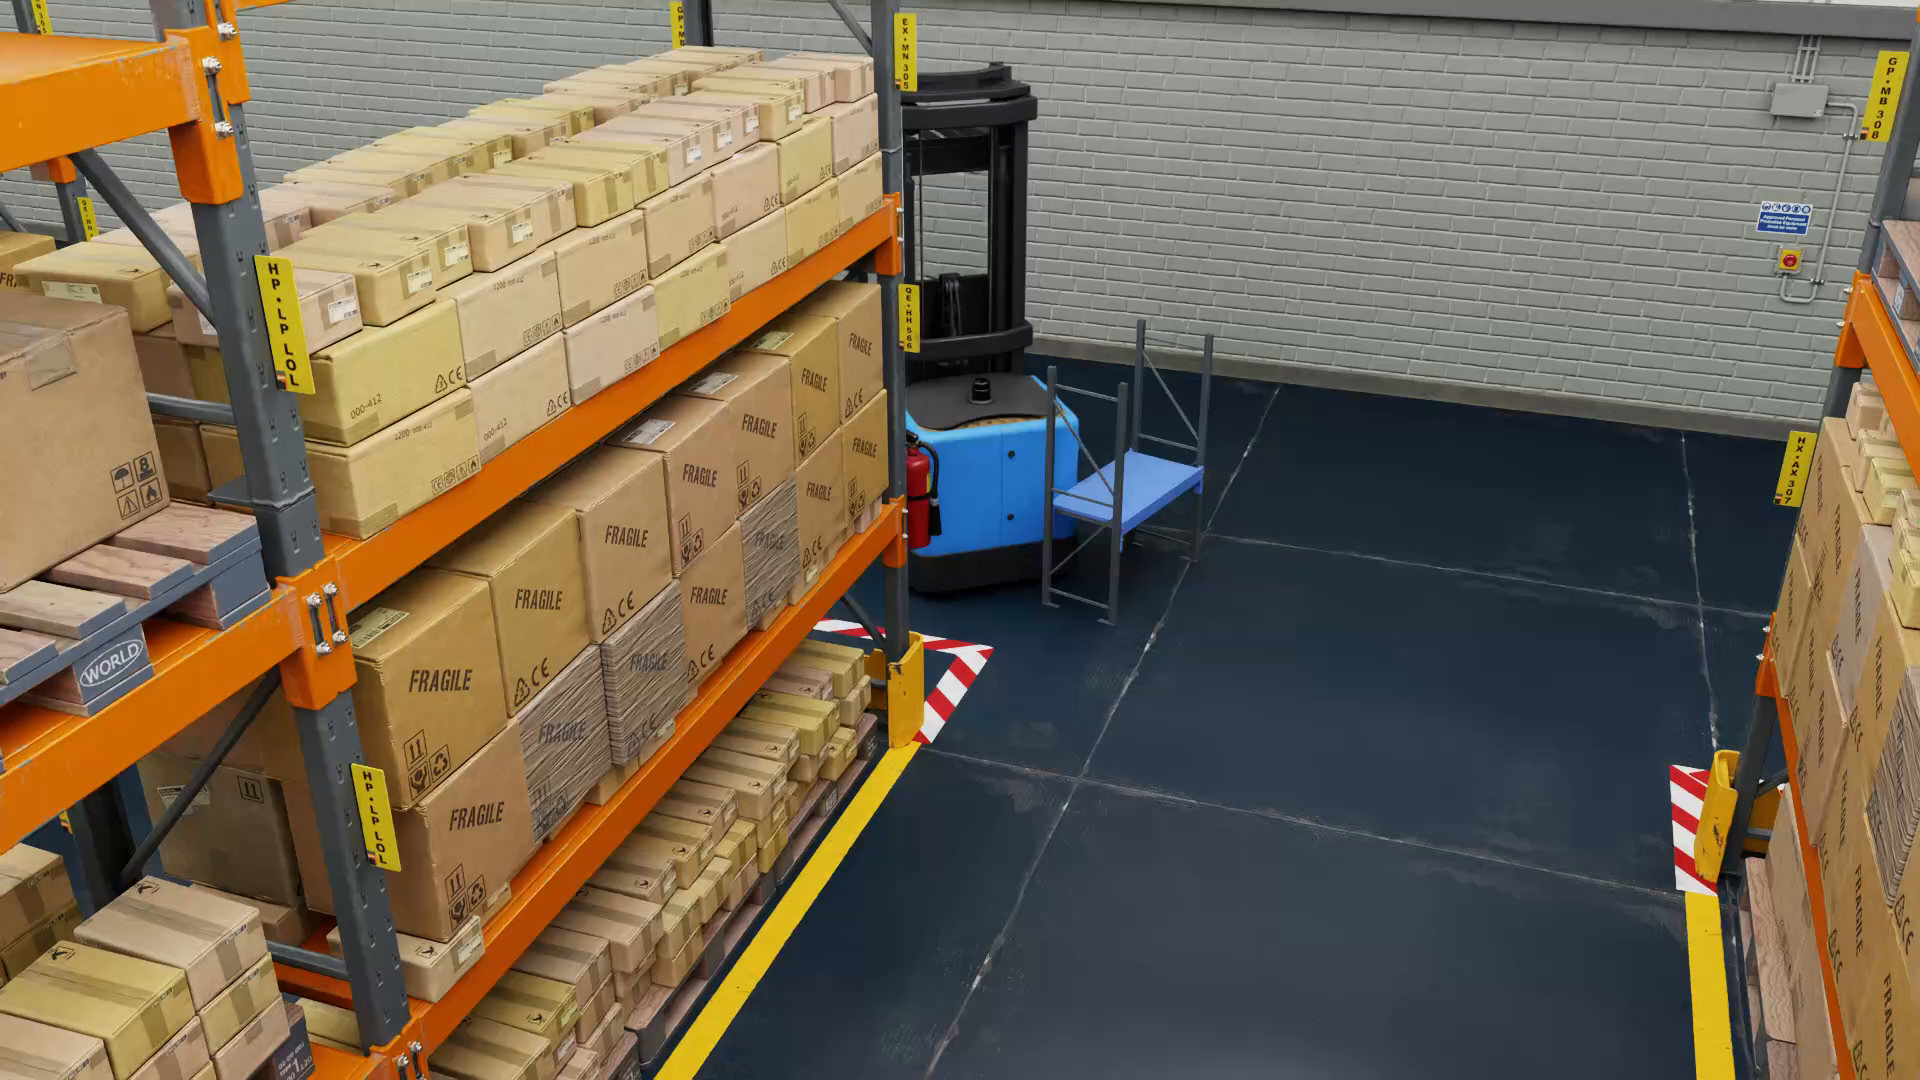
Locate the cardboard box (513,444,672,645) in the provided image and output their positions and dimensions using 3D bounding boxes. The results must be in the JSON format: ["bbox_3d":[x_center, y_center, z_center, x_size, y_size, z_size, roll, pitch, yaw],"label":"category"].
[{"bbox_3d":[-1.349,-0.011,5.727,0.500,0.500,0.500,9,27,18],"label":"cardboard box"}]

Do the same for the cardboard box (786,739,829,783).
[{"bbox_3d":[-0.831,0.974,7.744,0.380,0.149,0.250,8,27,15],"label":"cardboard box"}]

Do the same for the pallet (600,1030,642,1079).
[{"bbox_3d":[-1.894,2.160,6.047,1.003,0.211,1.213,9,27,17],"label":"pallet"}]

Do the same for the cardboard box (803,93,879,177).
[{"bbox_3d":[-0.667,-1.739,7.057,0.500,0.250,0.500,8,27,16],"label":"cardboard box"}]

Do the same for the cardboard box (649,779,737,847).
[{"bbox_3d":[-1.170,1.150,7.039,0.380,0.149,0.250,8,27,16],"label":"cardboard box"}]

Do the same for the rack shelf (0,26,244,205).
[{"bbox_3d":[-2.750,-0.189,2.098,1.077,0.370,4.000,9,27,17],"label":"rack shelf"}]

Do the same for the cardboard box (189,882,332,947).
[{"bbox_3d":[-2.210,1.148,5.226,0.380,0.149,0.250,8,27,17],"label":"cardboard box"}]

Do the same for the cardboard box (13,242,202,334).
[{"bbox_3d":[-2.238,-0.669,4.389,0.380,0.149,0.250,8,27,15],"label":"cardboard box"}]

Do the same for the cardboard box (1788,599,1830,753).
[{"bbox_3d":[3.376,0.541,6.076,0.500,0.500,0.500,8,27,17],"label":"cardboard box"}]

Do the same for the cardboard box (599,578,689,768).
[{"bbox_3d":[-1.322,0.434,5.956,0.500,0.500,0.500,8,27,16],"label":"cardboard box"}]

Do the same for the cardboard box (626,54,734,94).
[{"bbox_3d":[-1.177,-1.943,7.019,0.380,0.149,0.250,10,28,20],"label":"cardboard box"}]

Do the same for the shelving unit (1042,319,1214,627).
[{"bbox_3d":[0.995,-0.417,9.891,0.538,1.500,1.048,17,31,31],"label":"shelving unit"}]

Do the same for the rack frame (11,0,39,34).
[{"bbox_3d":[-5.397,-3.919,8.518,1.000,3.000,0.127,9,27,17],"label":"rack frame"}]

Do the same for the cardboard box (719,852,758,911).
[{"bbox_3d":[-1.096,1.426,7.152,0.380,0.149,0.250,9,27,18],"label":"cardboard box"}]

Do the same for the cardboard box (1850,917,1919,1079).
[{"bbox_3d":[2.697,1.377,4.349,0.500,0.500,0.500,8,27,16],"label":"cardboard box"}]

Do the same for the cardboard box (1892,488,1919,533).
[{"bbox_3d":[3.246,-0.028,5.360,0.380,0.149,0.250,9,27,18],"label":"cardboard box"}]

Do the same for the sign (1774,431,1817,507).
[{"bbox_3d":[3.427,-0.290,6.822,0.100,0.325,0.005,9,27,17],"label":"sign"}]

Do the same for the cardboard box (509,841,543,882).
[{"bbox_3d":[-1.626,0.996,5.539,0.380,0.149,0.250,8,27,15],"label":"cardboard box"}]

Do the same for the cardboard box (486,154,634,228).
[{"bbox_3d":[-1.276,-1.119,5.317,0.380,0.149,0.250,10,28,20],"label":"cardboard box"}]

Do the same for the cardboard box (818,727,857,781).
[{"bbox_3d":[-0.722,1.003,8.026,0.380,0.149,0.250,10,27,19],"label":"cardboard box"}]

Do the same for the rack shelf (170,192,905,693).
[{"bbox_3d":[-1.419,-0.662,6.059,1.077,0.370,4.000,9,27,17],"label":"rack shelf"}]

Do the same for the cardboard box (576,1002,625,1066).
[{"bbox_3d":[-1.501,1.846,6.284,0.380,0.149,0.250,8,27,16],"label":"cardboard box"}]

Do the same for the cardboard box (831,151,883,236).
[{"bbox_3d":[-0.655,-1.515,7.167,0.500,0.250,0.500,8,27,16],"label":"cardboard box"}]

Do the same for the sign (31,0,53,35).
[{"bbox_3d":[-4.890,-2.847,8.821,0.100,0.325,0.005,9,27,17],"label":"sign"}]

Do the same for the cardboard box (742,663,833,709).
[{"bbox_3d":[-0.828,0.718,7.932,0.380,0.149,0.250,9,27,18],"label":"cardboard box"}]

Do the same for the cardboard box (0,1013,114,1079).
[{"bbox_3d":[-2.210,1.252,3.846,0.380,0.149,0.250,8,27,16],"label":"cardboard box"}]

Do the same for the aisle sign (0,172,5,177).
[{"bbox_3d":[-5.656,-2.462,9.409,0.394,0.787,0.004,9,27,17],"label":"aisle sign"}]

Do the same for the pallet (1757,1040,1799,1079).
[{"bbox_3d":[3.348,2.313,5.730,1.003,0.211,1.213,9,27,17],"label":"pallet"}]

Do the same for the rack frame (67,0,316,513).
[{"bbox_3d":[-2.084,-1.514,3.551,1.000,3.000,0.127,9,27,17],"label":"rack frame"}]

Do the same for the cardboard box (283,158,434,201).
[{"bbox_3d":[-1.899,-1.099,5.276,0.380,0.149,0.250,8,27,15],"label":"cardboard box"}]

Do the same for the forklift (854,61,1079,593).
[{"bbox_3d":[-0.205,-1.624,10.741,1.130,2.935,3.031,-8,27,-16],"label":"forklift"}]

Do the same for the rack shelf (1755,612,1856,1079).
[{"bbox_3d":[3.283,1.364,5.316,1.077,0.370,4.000,9,27,17],"label":"rack shelf"}]

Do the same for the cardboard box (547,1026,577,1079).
[{"bbox_3d":[-1.615,1.821,5.995,0.380,0.149,0.250,9,27,17],"label":"cardboard box"}]

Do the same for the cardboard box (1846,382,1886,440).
[{"bbox_3d":[3.569,-0.463,6.257,0.380,0.149,0.250,9,27,19],"label":"cardboard box"}]

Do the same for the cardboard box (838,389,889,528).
[{"bbox_3d":[-0.660,-0.415,7.709,0.500,0.500,0.500,9,27,18],"label":"cardboard box"}]

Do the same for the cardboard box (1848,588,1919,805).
[{"bbox_3d":[3.026,0.510,4.991,0.500,0.500,0.500,9,27,18],"label":"cardboard box"}]

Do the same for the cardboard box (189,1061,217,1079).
[{"bbox_3d":[-2.116,1.409,4.205,0.380,0.149,0.250,9,27,18],"label":"cardboard box"}]

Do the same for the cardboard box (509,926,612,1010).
[{"bbox_3d":[-1.524,1.575,6.163,0.380,0.149,0.250,8,27,16],"label":"cardboard box"}]

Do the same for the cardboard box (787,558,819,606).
[{"bbox_3d":[-0.845,0.140,7.306,0.380,0.149,0.250,9,27,19],"label":"cardboard box"}]

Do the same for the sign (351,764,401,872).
[{"bbox_3d":[-1.560,0.744,4.443,0.100,0.325,0.005,9,27,17],"label":"sign"}]

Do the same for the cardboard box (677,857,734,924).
[{"bbox_3d":[-1.159,1.409,6.846,0.380,0.149,0.250,9,27,18],"label":"cardboard box"}]

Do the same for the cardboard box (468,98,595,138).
[{"bbox_3d":[-1.582,-1.526,6.159,0.380,0.149,0.250,10,27,19],"label":"cardboard box"}]

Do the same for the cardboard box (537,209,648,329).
[{"bbox_3d":[-1.347,-0.893,5.310,0.500,0.250,0.500,9,27,18],"label":"cardboard box"}]

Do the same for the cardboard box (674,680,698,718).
[{"bbox_3d":[-1.244,0.565,6.429,0.380,0.149,0.250,10,28,19],"label":"cardboard box"}]

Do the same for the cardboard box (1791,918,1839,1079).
[{"bbox_3d":[3.526,1.846,5.954,0.875,0.438,0.875,9,27,19],"label":"cardboard box"}]

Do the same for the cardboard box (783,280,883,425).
[{"bbox_3d":[-0.671,-0.863,7.486,0.500,0.500,0.500,8,27,16],"label":"cardboard box"}]

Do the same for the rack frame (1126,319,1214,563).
[{"bbox_3d":[1.286,-0.599,10.266,0.500,1.500,0.032,17,31,31],"label":"rack frame"}]

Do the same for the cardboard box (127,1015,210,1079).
[{"bbox_3d":[-2.117,1.277,4.136,0.380,0.149,0.250,9,27,18],"label":"cardboard box"}]

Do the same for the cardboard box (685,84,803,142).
[{"bbox_3d":[-0.832,-1.649,6.412,0.380,0.149,0.250,9,27,18],"label":"cardboard box"}]

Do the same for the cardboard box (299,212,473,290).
[{"bbox_3d":[-1.607,-0.804,4.667,0.380,0.149,0.250,8,27,17],"label":"cardboard box"}]

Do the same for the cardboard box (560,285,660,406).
[{"bbox_3d":[-1.332,-0.667,5.416,0.500,0.250,0.500,10,28,20],"label":"cardboard box"}]
